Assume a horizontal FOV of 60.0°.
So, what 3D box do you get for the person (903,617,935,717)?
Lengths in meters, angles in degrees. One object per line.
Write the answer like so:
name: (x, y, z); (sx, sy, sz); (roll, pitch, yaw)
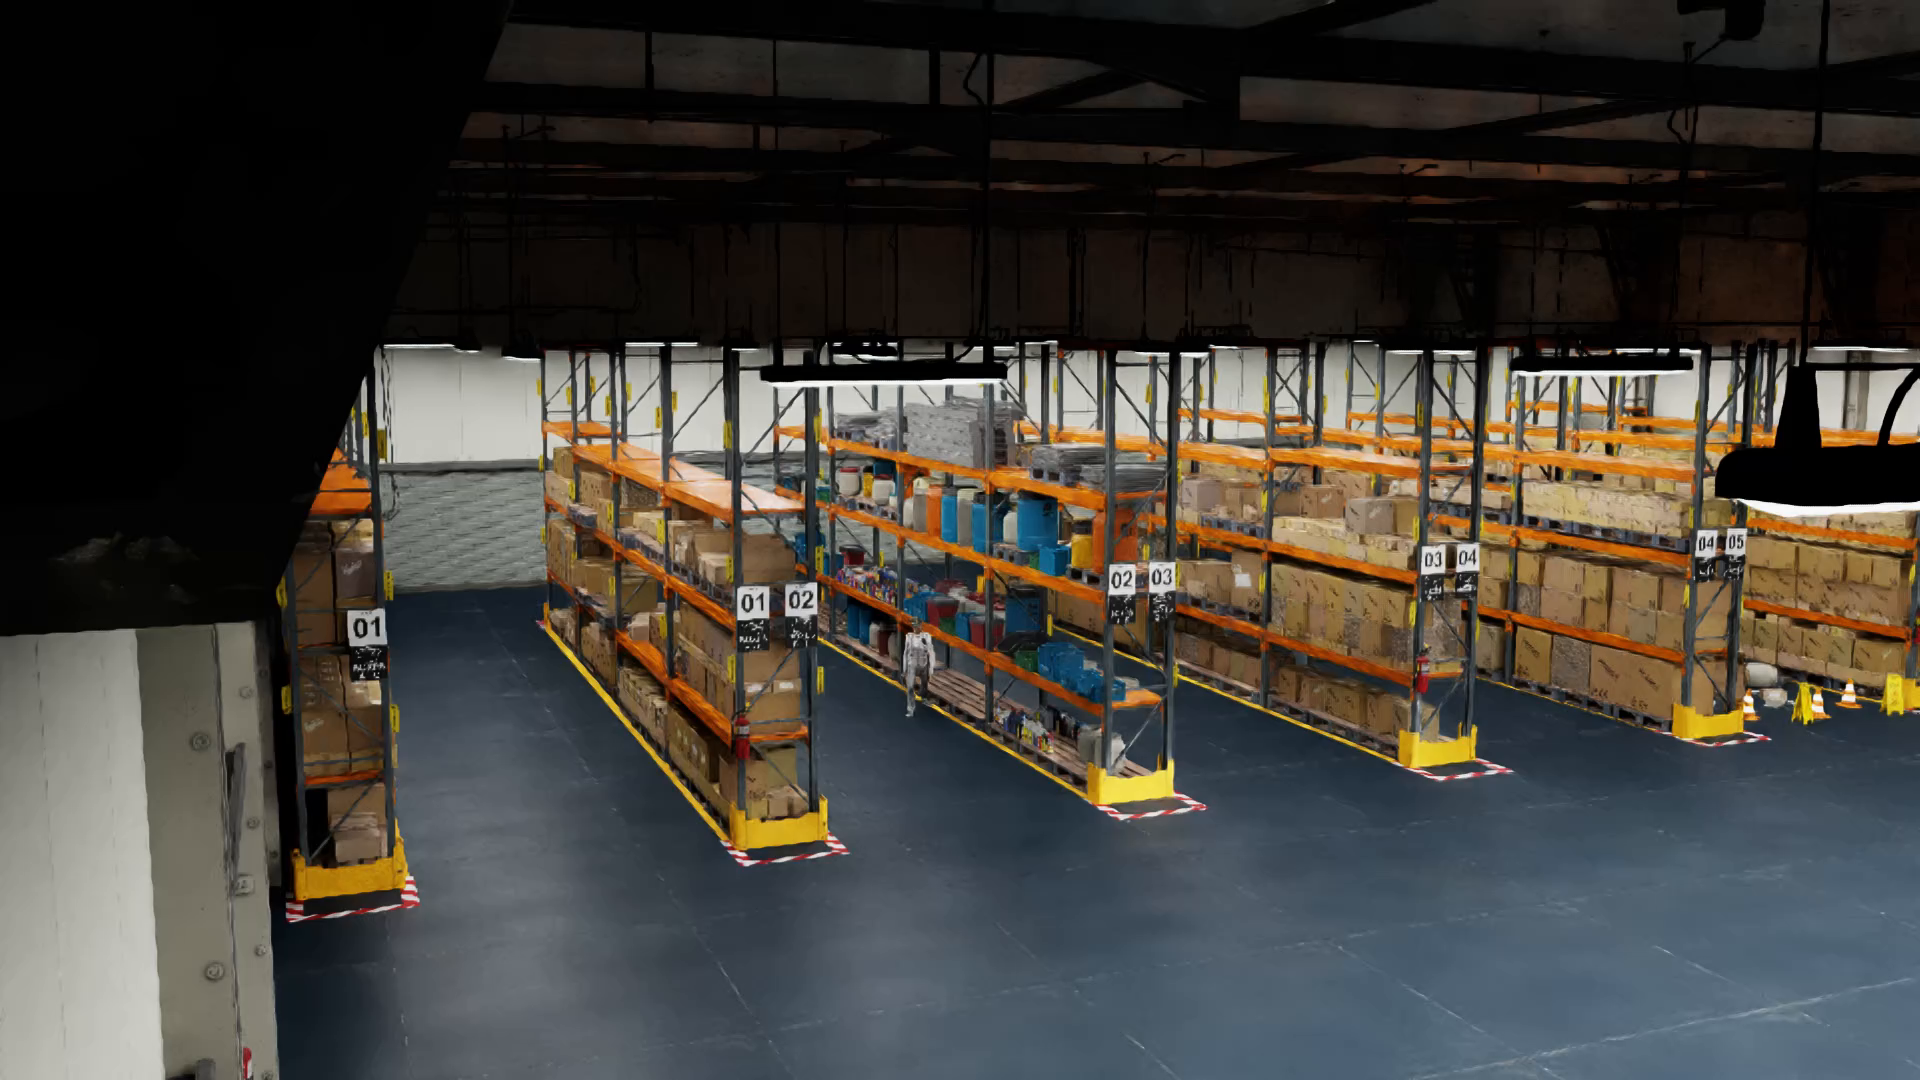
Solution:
person: (-0.670, 2.019, 27.038); (0.519, 1.611, 0.913); (0, 7, -2)
